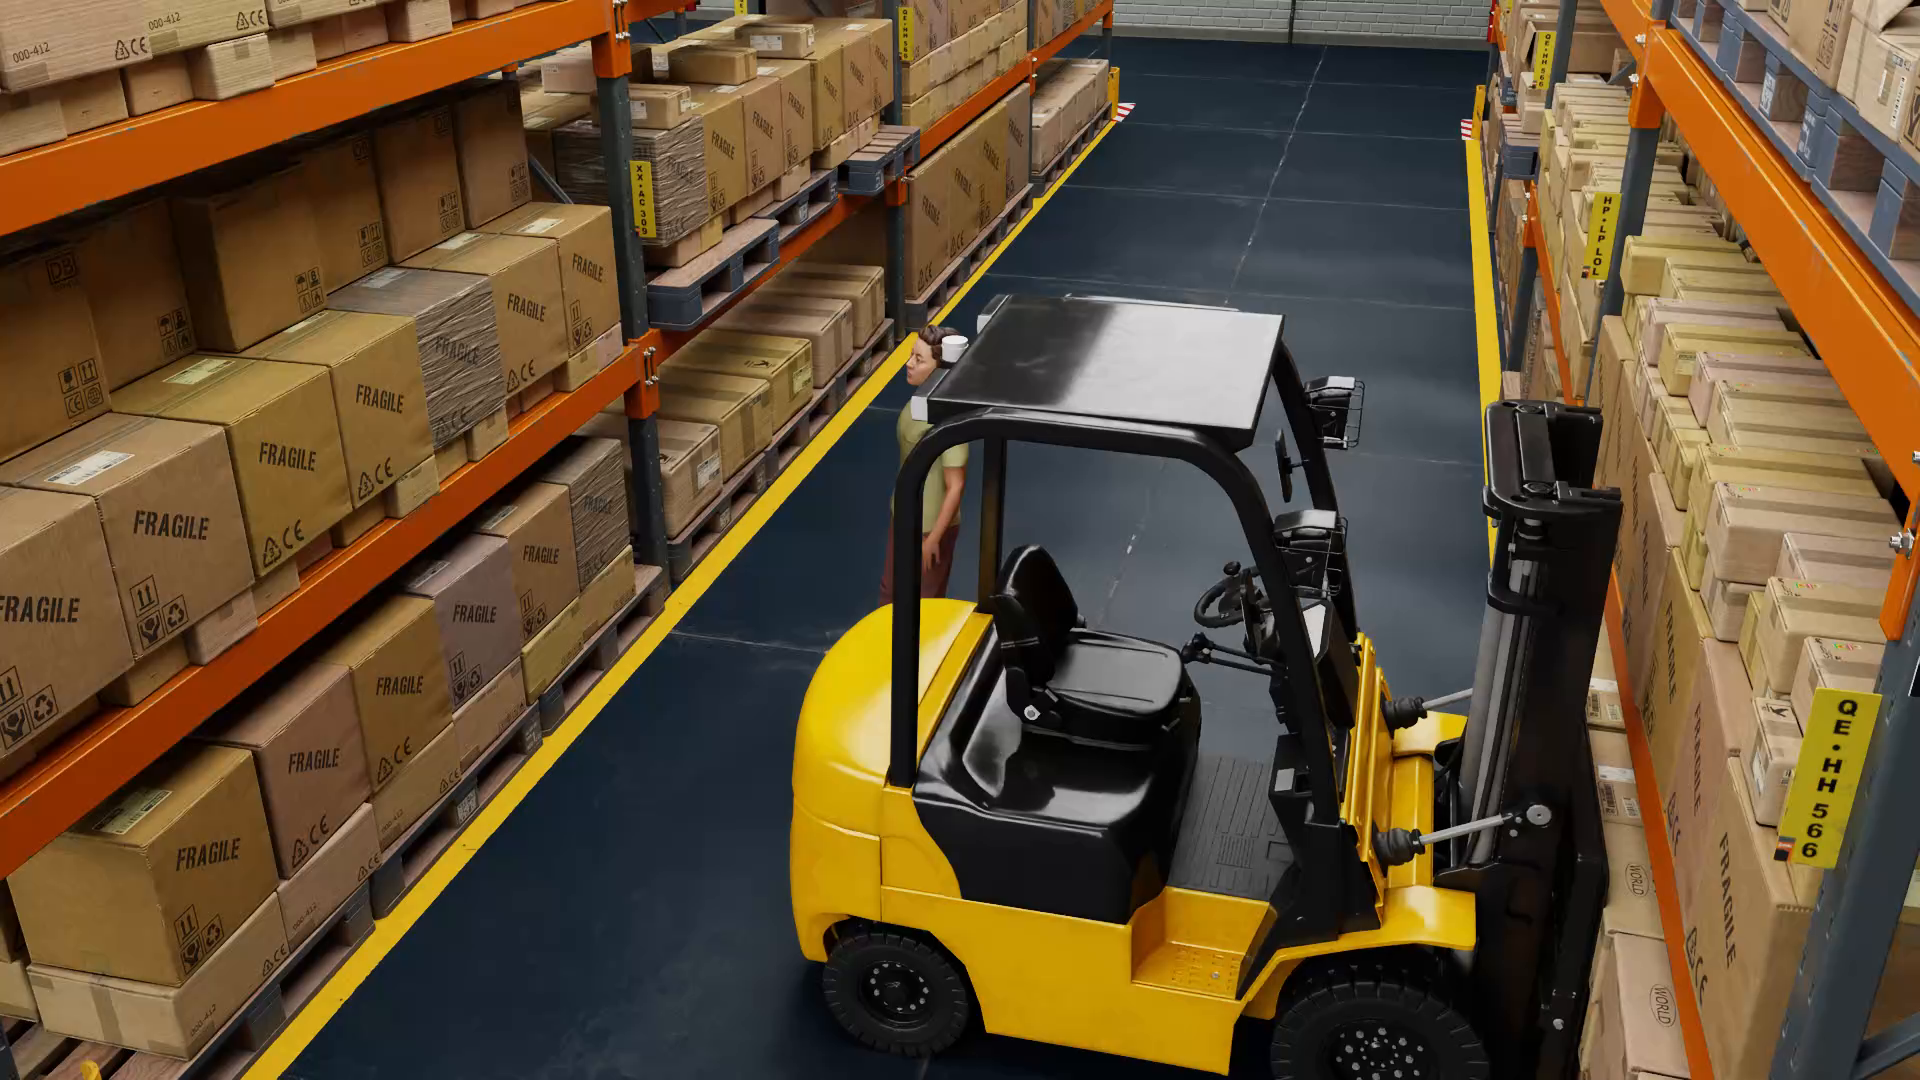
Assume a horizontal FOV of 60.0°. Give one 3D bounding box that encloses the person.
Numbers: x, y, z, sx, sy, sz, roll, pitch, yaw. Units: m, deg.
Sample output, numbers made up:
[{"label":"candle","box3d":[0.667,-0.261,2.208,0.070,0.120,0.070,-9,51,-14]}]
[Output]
[{"label":"person","box3d":[-0.215,-0.074,6.745,0.548,1.673,0.553,-6,26,-13]}]
